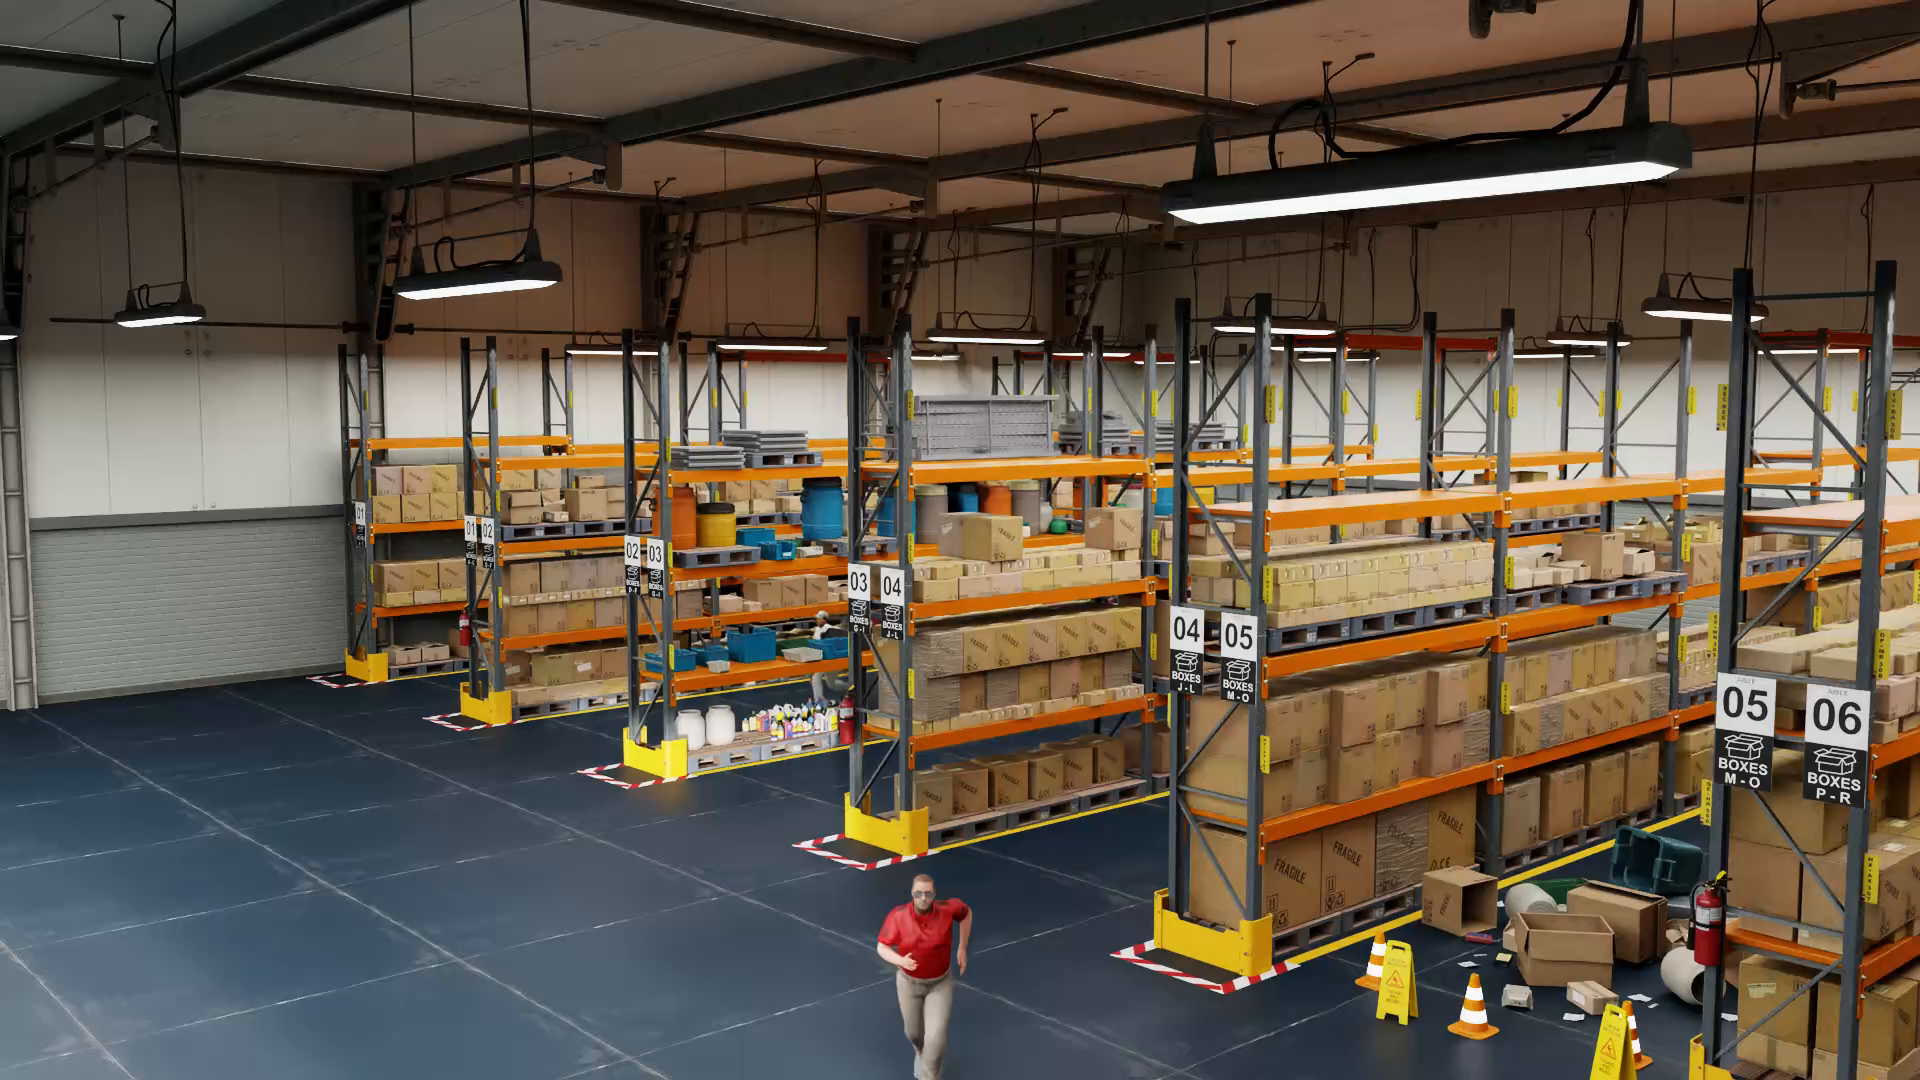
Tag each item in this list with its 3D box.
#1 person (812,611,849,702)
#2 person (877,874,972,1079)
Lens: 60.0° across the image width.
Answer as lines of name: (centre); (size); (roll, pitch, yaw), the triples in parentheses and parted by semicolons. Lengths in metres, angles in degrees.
person: (-2.120, 1.957, 26.835); (0.895, 1.662, 0.630); (-4, 7, -41)
person: (-0.252, 3.262, 12.076); (0.677, 1.790, 0.939); (0, 5, 1)
